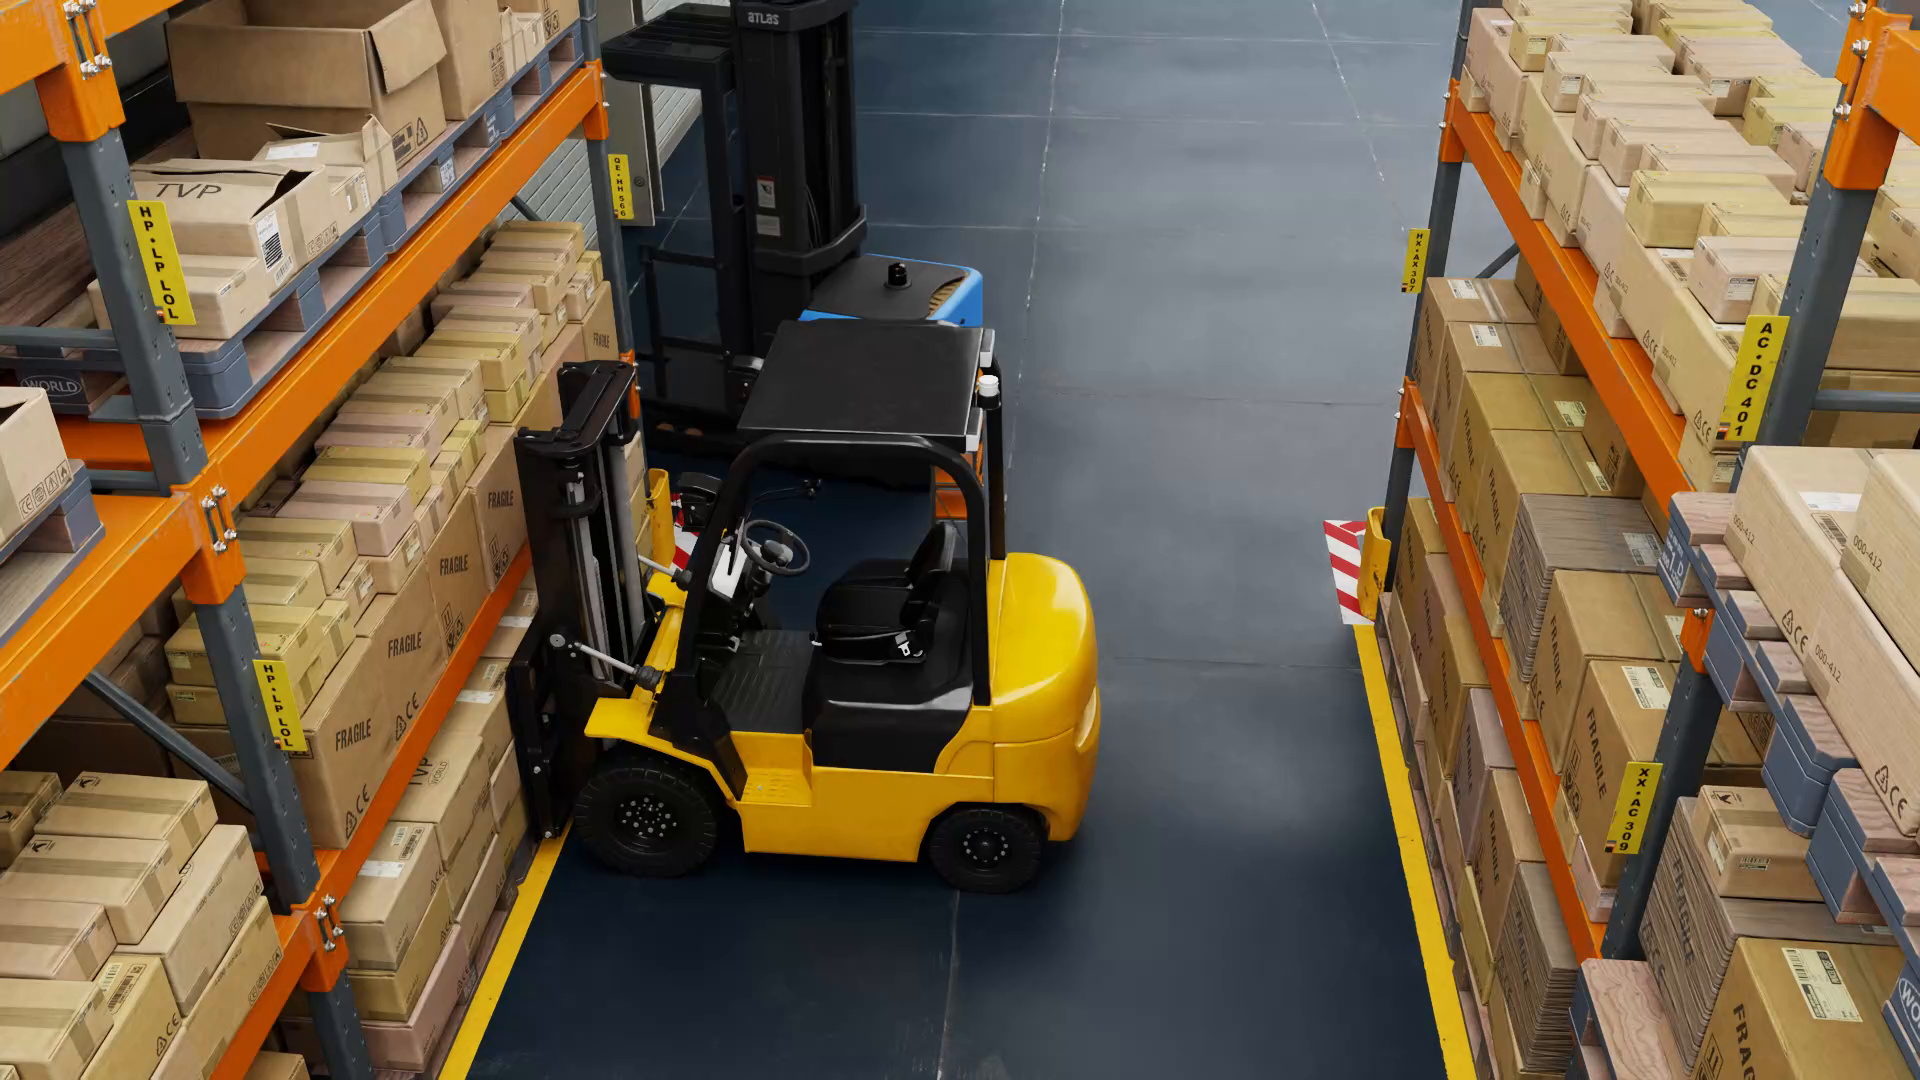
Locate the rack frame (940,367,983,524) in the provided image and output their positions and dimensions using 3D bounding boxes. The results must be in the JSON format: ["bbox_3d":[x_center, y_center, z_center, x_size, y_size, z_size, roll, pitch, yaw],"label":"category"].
[{"bbox_3d":[0.006,-0.552,9.282,0.240,1.200,0.015,2,32,4],"label":"rack frame"}]

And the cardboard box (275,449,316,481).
[{"bbox_3d":[-2.658,-0.246,6.358,0.380,0.149,0.250,2,32,3],"label":"cardboard box"}]

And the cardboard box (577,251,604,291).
[{"bbox_3d":[-1.952,-1.291,8.052,0.380,0.149,0.250,3,32,5],"label":"cardboard box"}]

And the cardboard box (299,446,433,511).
[{"bbox_3d":[-2.147,-0.214,6.022,0.380,0.149,0.250,2,32,3],"label":"cardboard box"}]

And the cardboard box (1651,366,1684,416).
[{"bbox_3d":[2.245,-0.475,4.822,0.380,0.149,0.250,3,32,4],"label":"cardboard box"}]

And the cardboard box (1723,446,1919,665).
[{"bbox_3d":[1.971,0.033,3.501,0.500,0.250,0.500,2,32,3],"label":"cardboard box"}]

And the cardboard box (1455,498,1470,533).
[{"bbox_3d":[2.347,-0.144,7.144,0.380,0.149,0.250,3,32,5],"label":"cardboard box"}]

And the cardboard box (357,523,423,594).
[{"bbox_3d":[-2.134,0.053,5.871,0.380,0.149,0.250,3,32,5],"label":"cardboard box"}]

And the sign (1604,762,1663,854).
[{"bbox_3d":[1.877,0.749,4.631,0.100,0.325,0.005,2,32,4],"label":"sign"}]

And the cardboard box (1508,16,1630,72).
[{"bbox_3d":[2.331,-1.899,6.373,0.380,0.149,0.250,2,32,4],"label":"cardboard box"}]

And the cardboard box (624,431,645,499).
[{"bbox_3d":[-1.930,-0.345,8.499,0.500,0.250,0.500,3,32,6],"label":"cardboard box"}]

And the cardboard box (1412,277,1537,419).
[{"bbox_3d":[2.429,-0.889,7.734,0.500,0.500,0.500,2,32,3],"label":"cardboard box"}]

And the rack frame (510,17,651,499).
[{"bbox_3d":[-2.203,-1.165,8.562,1.000,3.000,0.127,2,32,4],"label":"rack frame"}]

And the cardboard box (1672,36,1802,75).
[{"bbox_3d":[2.850,-1.750,6.131,0.380,0.149,0.250,2,32,4],"label":"cardboard box"}]

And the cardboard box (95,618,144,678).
[{"bbox_3d":[-2.804,0.301,5.185,0.380,0.149,0.250,3,32,4],"label":"cardboard box"}]

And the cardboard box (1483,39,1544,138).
[{"bbox_3d":[2.387,-1.780,6.561,0.500,0.250,0.500,2,32,3],"label":"cardboard box"}]

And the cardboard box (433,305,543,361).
[{"bbox_3d":[-2.011,-0.878,7.099,0.380,0.149,0.250,3,32,5],"label":"cardboard box"}]

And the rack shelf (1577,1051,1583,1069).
[{"bbox_3d":[2.256,2.489,3.319,1.077,0.370,4.000,2,32,4],"label":"rack shelf"}]

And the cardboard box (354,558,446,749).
[{"bbox_3d":[-2.207,0.390,5.943,0.500,0.500,0.500,3,32,5],"label":"cardboard box"}]

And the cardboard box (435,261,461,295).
[{"bbox_3d":[-2.506,-1.170,7.573,0.380,0.149,0.250,3,32,5],"label":"cardboard box"}]

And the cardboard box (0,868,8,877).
[{"bbox_3d":[-2.826,1.032,4.663,0.500,0.250,0.500,2,32,3],"label":"cardboard box"}]

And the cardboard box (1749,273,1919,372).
[{"bbox_3d":[2.227,-0.548,4.181,0.380,0.149,0.250,3,32,5],"label":"cardboard box"}]

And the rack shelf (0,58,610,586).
[{"bbox_3d":[-2.366,-1.090,6.267,1.077,0.370,4.000,2,32,4],"label":"rack shelf"}]

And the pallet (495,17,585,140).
[{"bbox_3d":[-2.287,-2.036,7.200,1.003,0.211,1.213,2,32,4],"label":"pallet"}]

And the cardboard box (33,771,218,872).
[{"bbox_3d":[-2.335,0.796,4.666,0.380,0.149,0.250,4,32,6],"label":"cardboard box"}]

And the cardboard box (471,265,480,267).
[{"bbox_3d":[-2.489,-1.318,8.096,0.380,0.149,0.250,2,32,3],"label":"cardboard box"}]

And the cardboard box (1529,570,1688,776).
[{"bbox_3d":[2.242,0.455,5.554,0.500,0.500,0.500,3,32,6],"label":"cardboard box"}]

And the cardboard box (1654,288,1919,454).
[{"bbox_3d":[2.186,-0.447,4.396,0.500,0.250,0.500,2,32,4],"label":"cardboard box"}]

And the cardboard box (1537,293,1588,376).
[{"bbox_3d":[2.872,-1.009,6.977,0.700,0.500,0.500,3,32,4],"label":"cardboard box"}]

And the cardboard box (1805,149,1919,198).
[{"bbox_3d":[2.810,-1.067,5.023,0.380,0.149,0.250,1,32,2],"label":"cardboard box"}]

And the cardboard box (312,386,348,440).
[{"bbox_3d":[-2.616,-0.498,6.482,0.380,0.149,0.250,3,32,5],"label":"cardboard box"}]

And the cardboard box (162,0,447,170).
[{"bbox_3d":[-2.265,-1.630,5.863,0.797,0.503,0.637,3,32,6],"label":"cardboard box"}]

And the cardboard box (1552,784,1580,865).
[{"bbox_3d":[2.154,0.932,5.399,0.380,0.149,0.250,3,32,5],"label":"cardboard box"}]

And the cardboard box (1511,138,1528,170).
[{"bbox_3d":[2.410,-1.557,6.578,0.380,0.149,0.250,2,32,4],"label":"cardboard box"}]

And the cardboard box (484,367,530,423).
[{"bbox_3d":[-2.032,-0.619,6.962,0.380,0.149,0.250,3,32,4],"label":"cardboard box"}]

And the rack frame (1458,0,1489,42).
[{"bbox_3d":[2.744,-3.509,6.647,1.000,3.000,0.127,2,32,4],"label":"rack frame"}]

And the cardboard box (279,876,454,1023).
[{"bbox_3d":[-2.182,1.466,6.037,0.500,0.250,0.500,2,32,4],"label":"cardboard box"}]

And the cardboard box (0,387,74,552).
[{"bbox_3d":[-2.345,-0.145,3.637,0.500,0.311,0.500,1,32,2],"label":"cardboard box"}]

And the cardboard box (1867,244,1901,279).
[{"bbox_3d":[2.760,-0.692,4.794,0.500,0.250,0.500,2,32,4],"label":"cardboard box"}]

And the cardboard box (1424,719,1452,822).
[{"bbox_3d":[2.322,0.999,7.271,0.500,0.250,0.500,5,32,7],"label":"cardboard box"}]

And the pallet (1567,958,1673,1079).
[{"bbox_3d":[2.211,1.612,4.239,1.003,0.211,1.213,2,32,4],"label":"pallet"}]

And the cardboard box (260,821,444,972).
[{"bbox_3d":[-2.177,1.253,5.906,0.500,0.250,0.500,2,32,3],"label":"cardboard box"}]

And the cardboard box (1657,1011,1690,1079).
[{"bbox_3d":[2.059,1.340,4.336,0.380,0.149,0.250,3,32,5],"label":"cardboard box"}]

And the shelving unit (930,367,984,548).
[{"bbox_3d":[-0.013,-0.424,9.075,0.258,1.200,0.503,2,32,4],"label":"shelving unit"}]

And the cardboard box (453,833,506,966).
[{"bbox_3d":[-2.134,1.413,6.599,0.500,0.250,0.500,2,32,3],"label":"cardboard box"}]

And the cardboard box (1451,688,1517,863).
[{"bbox_3d":[2.279,0.955,6.627,0.500,0.500,0.500,4,32,7],"label":"cardboard box"}]

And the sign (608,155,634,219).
[{"bbox_3d":[-1.664,-1.729,8.147,0.100,0.325,0.005,2,32,4],"label":"sign"}]

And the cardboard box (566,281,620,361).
[{"bbox_3d":[-1.982,-0.939,8.100,0.500,0.500,0.500,2,32,3],"label":"cardboard box"}]

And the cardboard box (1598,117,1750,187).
[{"bbox_3d":[2.265,-1.229,5.286,0.380,0.149,0.250,3,32,5],"label":"cardboard box"}]

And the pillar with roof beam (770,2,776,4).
[{"bbox_3d":[2.109,-9.485,16.343,9.100,9.000,0.400,2,32,4],"label":"pillar with roof beam"}]

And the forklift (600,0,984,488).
[{"bbox_3d":[-1.421,-2.023,10.020,3.031,2.935,1.130,11,33,17],"label":"forklift"}]
